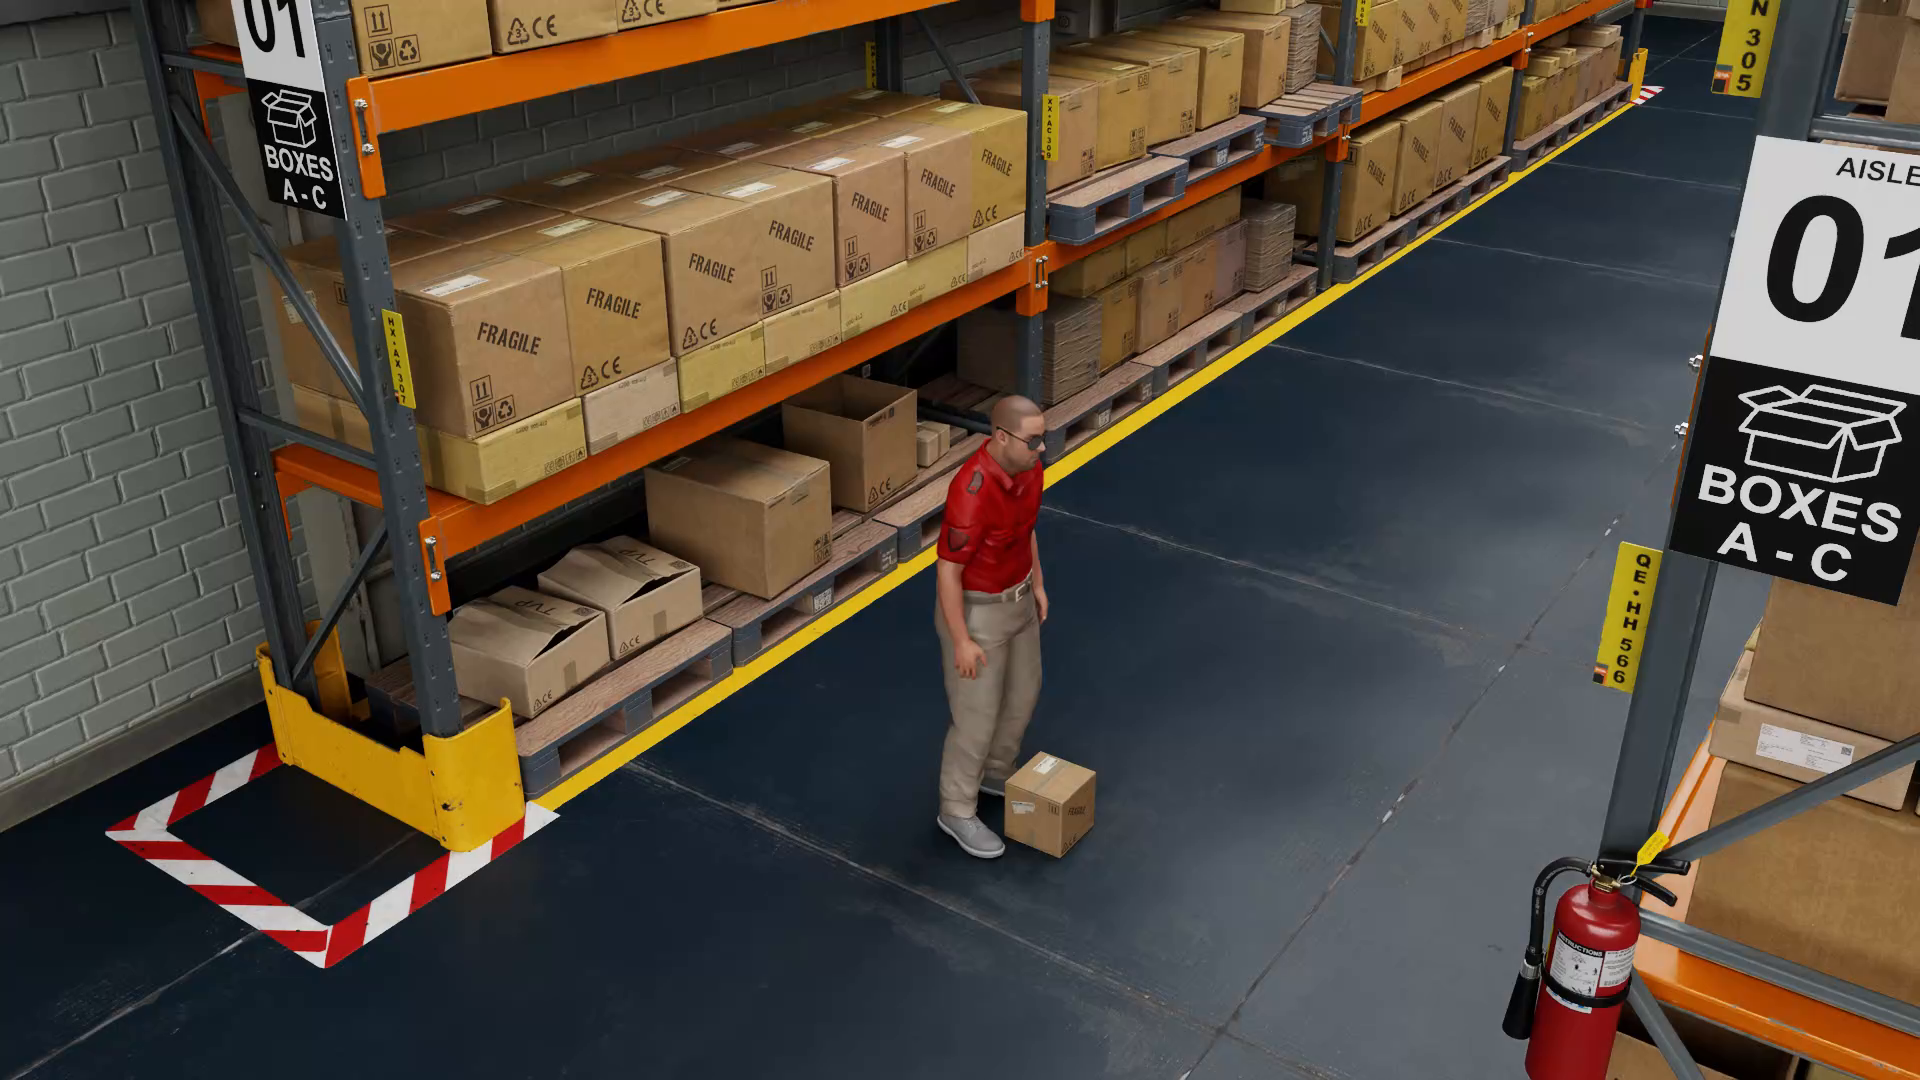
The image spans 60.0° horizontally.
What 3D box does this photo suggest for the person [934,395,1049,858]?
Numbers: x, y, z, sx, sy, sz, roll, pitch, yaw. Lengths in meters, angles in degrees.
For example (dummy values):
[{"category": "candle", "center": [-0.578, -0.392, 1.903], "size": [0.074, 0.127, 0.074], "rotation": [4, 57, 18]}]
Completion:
[{"category": "person", "center": [0.129, 0.275, 6.086], "size": [0.386, 1.726, 0.594], "rotation": [17, 31, 29]}]
